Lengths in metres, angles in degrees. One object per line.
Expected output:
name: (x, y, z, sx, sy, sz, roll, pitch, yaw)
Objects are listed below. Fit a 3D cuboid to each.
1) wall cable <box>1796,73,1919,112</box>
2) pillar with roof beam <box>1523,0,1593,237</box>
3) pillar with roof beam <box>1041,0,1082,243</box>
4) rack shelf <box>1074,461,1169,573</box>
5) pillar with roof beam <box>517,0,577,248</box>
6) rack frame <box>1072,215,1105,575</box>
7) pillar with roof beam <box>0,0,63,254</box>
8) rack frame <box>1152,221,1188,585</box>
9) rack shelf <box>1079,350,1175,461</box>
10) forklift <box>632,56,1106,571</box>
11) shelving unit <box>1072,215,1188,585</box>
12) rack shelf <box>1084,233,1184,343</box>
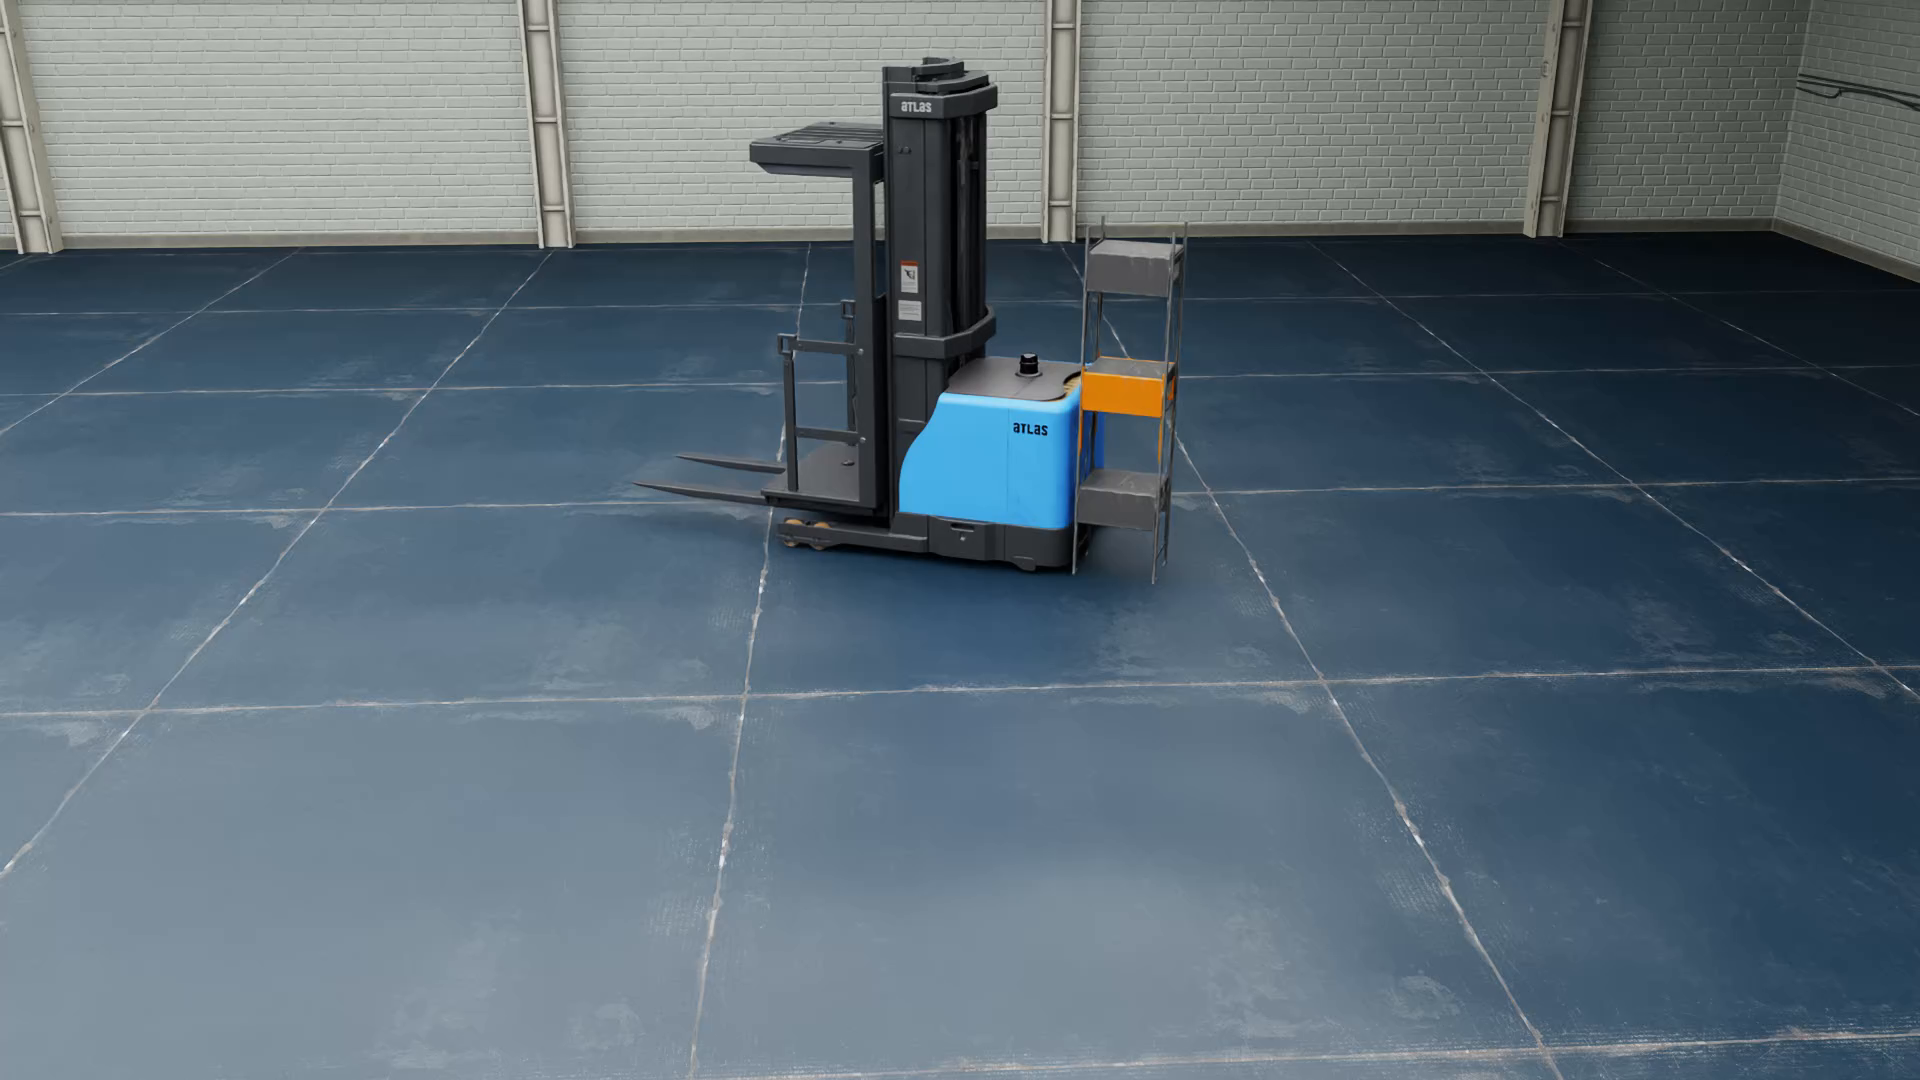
wall cable: (10.197, -6.105, 18.373, 0.112, 2.526, 3.097, -1, 21, -3)
pillar with roof beam: (7.426, -6.437, 14.881, 0.400, 9.000, 9.100, -1, 21, -3)
pillar with roof beam: (1.436, -6.315, 14.561, 0.400, 9.000, 9.100, -1, 21, -3)
rack shelf: (0.984, -0.144, 10.043, 0.480, 0.518, 0.431, 7, 22, 16)
pillar with roof beam: (-4.555, -6.193, 14.241, 0.400, 9.000, 9.100, -1, 21, -3)
rack frame: (0.761, -0.839, 9.854, 0.015, 2.100, 0.400, 7, 22, 16)
pillar with roof beam: (-10.545, -6.071, 13.920, 0.400, 9.000, 9.100, -1, 21, -3)
rack frame: (1.225, -0.780, 9.718, 0.015, 2.100, 0.400, 7, 22, 16)
rack shelf: (0.993, -0.797, 9.791, 0.480, 0.518, 0.431, 7, 22, 16)
forklift: (-0.634, -1.480, 10.389, 3.031, 2.935, 1.130, 7, 22, 18)
shelving unit: (0.993, -0.809, 9.786, 0.503, 2.100, 0.431, 7, 22, 16)
rack shelf: (1.002, -1.450, 9.539, 0.480, 0.518, 0.431, 7, 22, 16)
